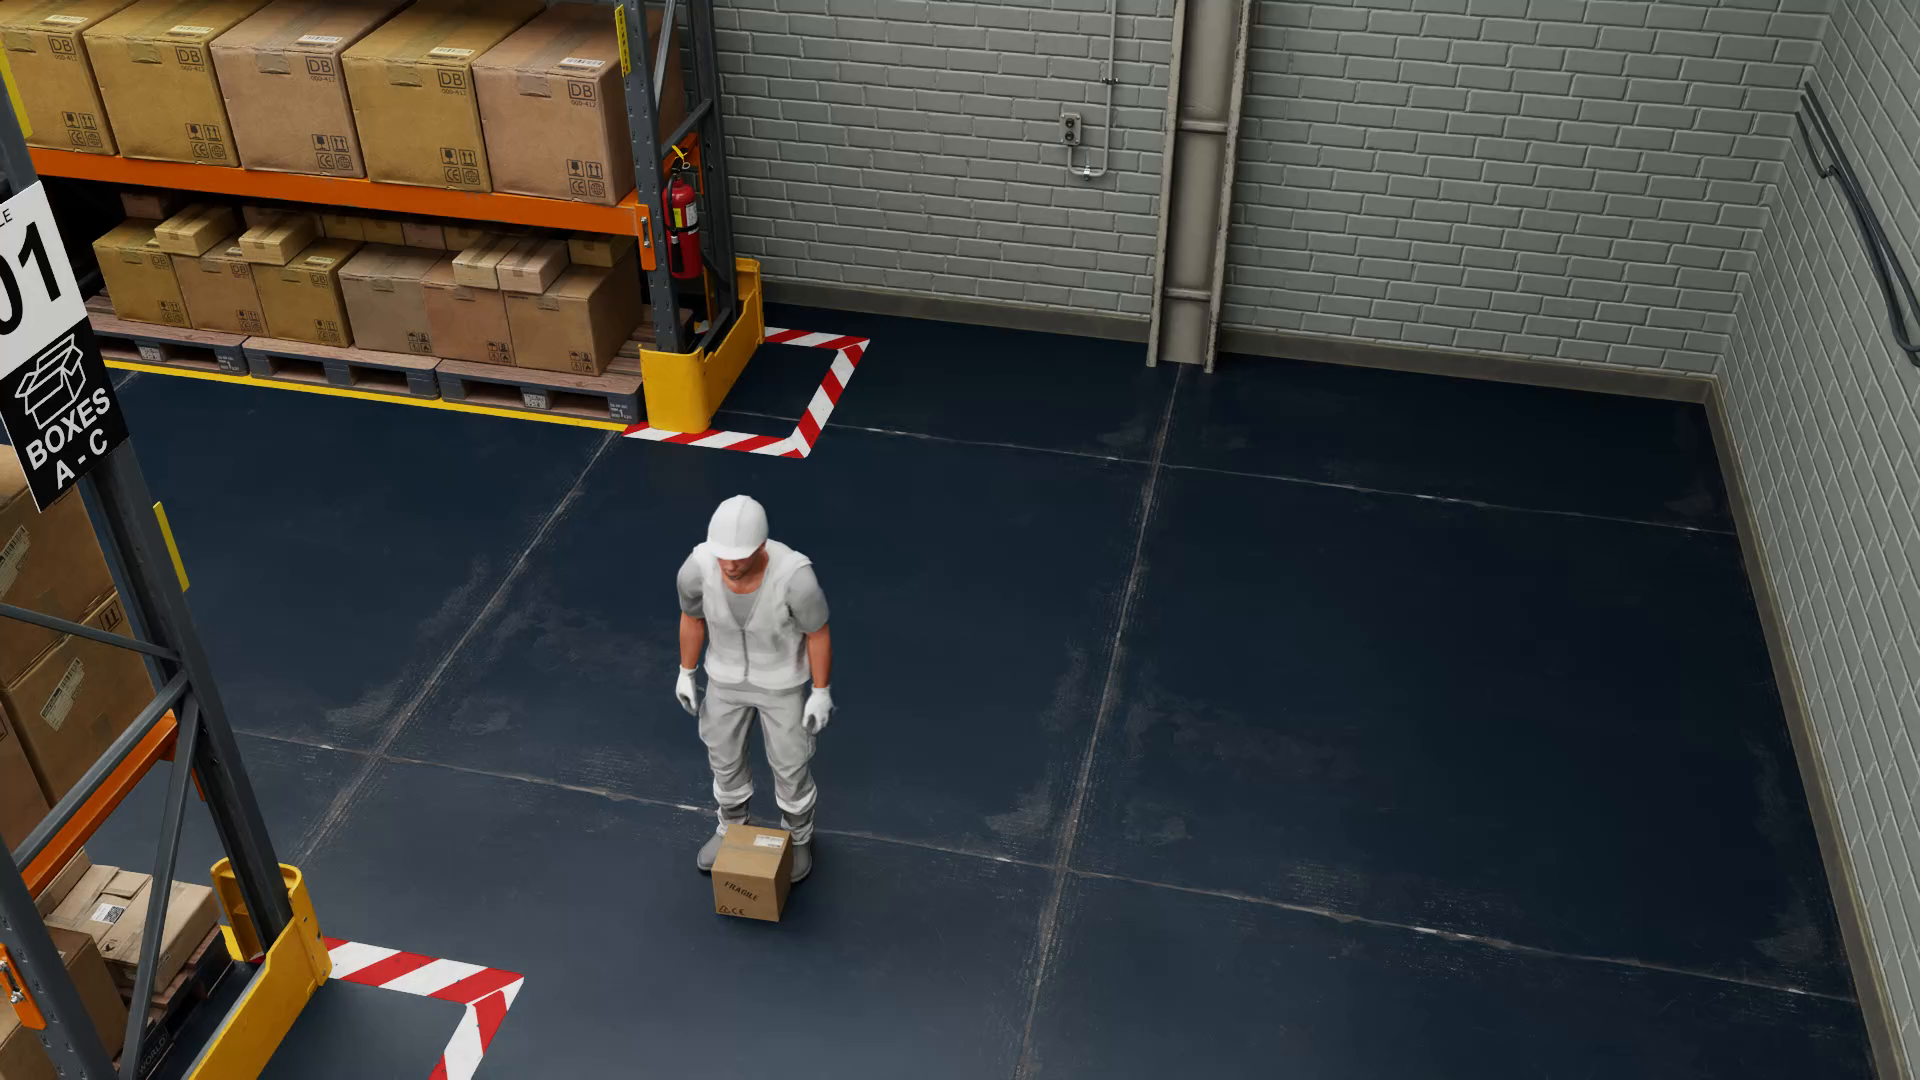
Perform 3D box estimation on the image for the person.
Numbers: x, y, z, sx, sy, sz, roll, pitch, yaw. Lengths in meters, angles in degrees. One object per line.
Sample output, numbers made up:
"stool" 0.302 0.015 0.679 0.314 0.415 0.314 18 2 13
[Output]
"person" -0.767 0.549 6.204 0.609 1.779 0.454 7 37 10
